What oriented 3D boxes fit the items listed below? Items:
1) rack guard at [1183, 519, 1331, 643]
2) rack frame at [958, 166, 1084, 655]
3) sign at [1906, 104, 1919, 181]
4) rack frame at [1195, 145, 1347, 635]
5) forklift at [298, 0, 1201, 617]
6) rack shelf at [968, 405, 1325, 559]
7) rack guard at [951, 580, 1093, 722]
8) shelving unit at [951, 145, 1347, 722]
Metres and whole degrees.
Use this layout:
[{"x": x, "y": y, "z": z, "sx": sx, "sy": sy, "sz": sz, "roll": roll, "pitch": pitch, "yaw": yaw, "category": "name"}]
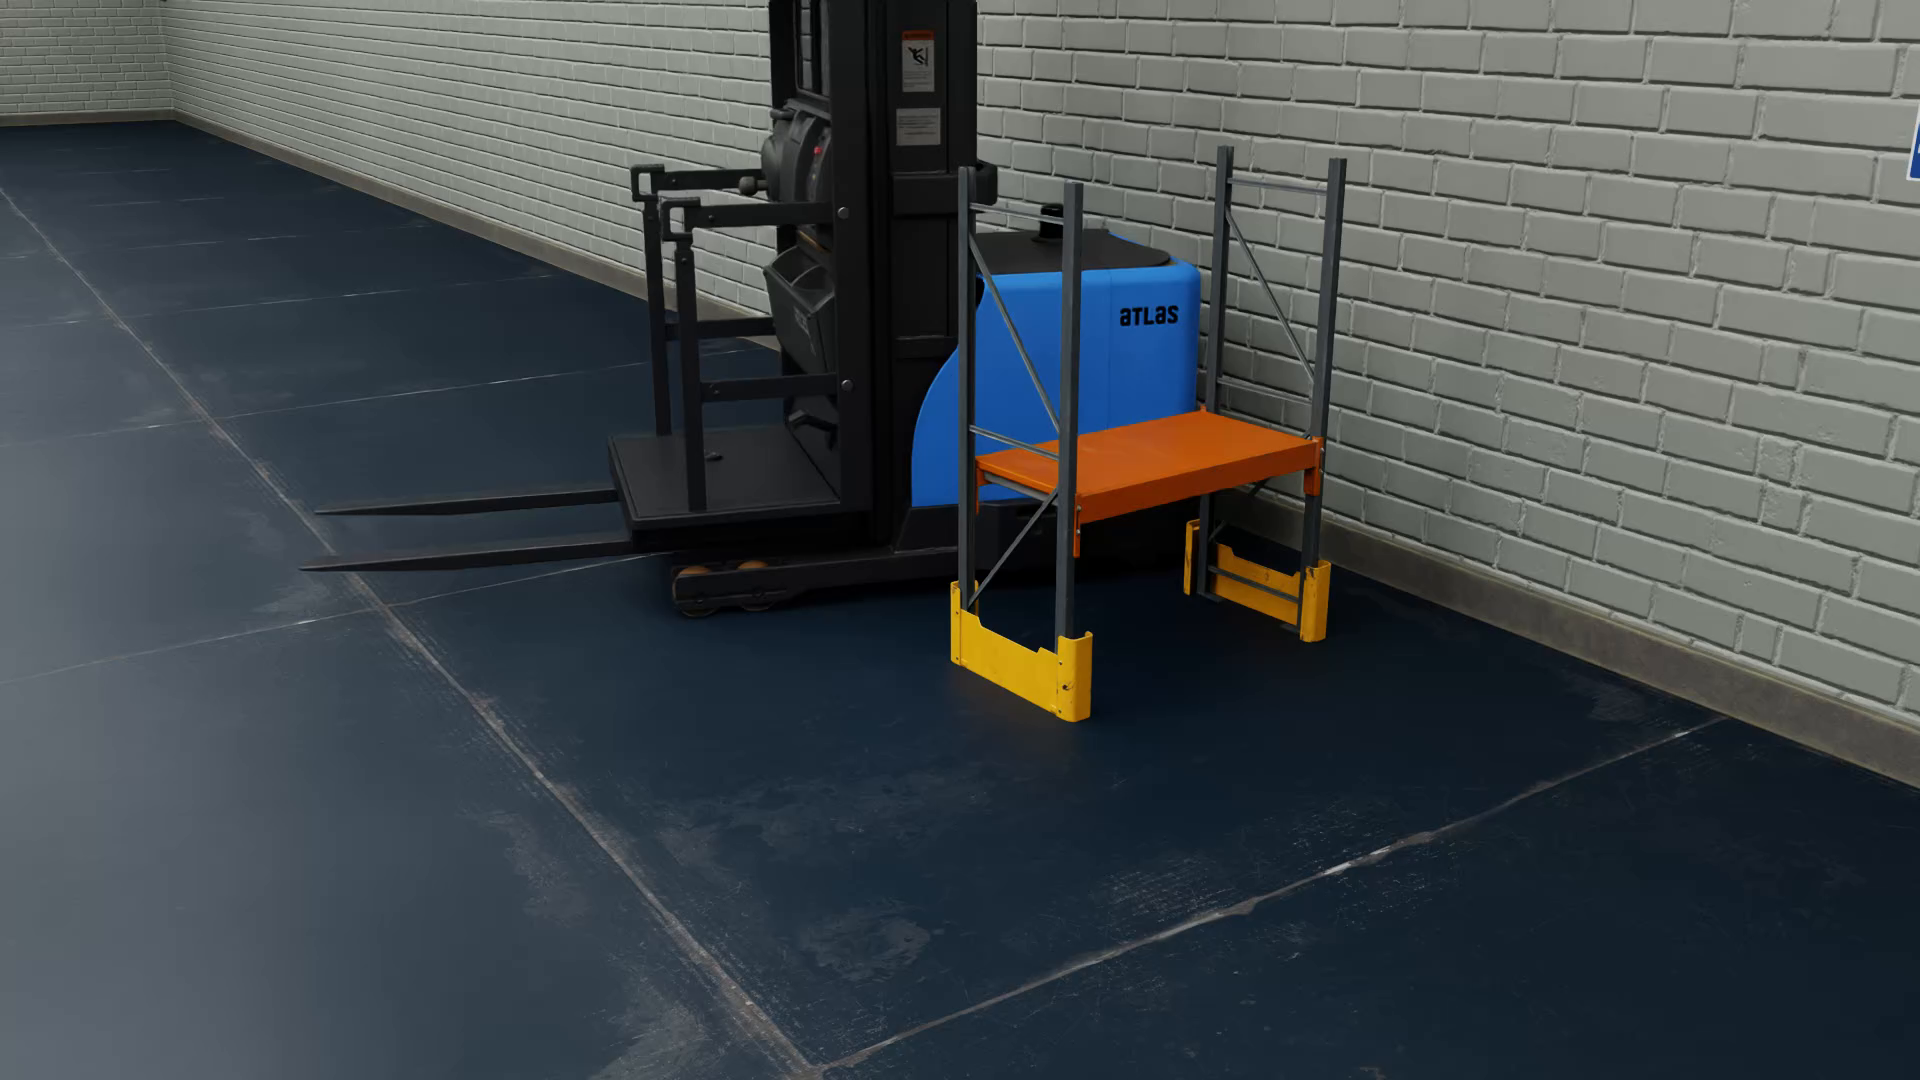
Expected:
[{"x": 0.969, "y": 0.127, "z": 5.480, "sx": 0.087, "sy": 0.250, "sz": 0.587, "roll": -14, "pitch": 23, "yaw": -35, "category": "rack guard"}, {"x": 0.157, "y": -0.270, "z": 4.702, "sx": 0.032, "sy": 1.500, "sz": 0.500, "roll": -14, "pitch": 23, "yaw": -35, "category": "rack frame"}, {"x": 2.429, "y": -0.950, "z": 3.948, "sx": 0.001, "sy": 0.218, "sz": 0.327, "roll": -12, "pitch": 22, "yaw": -31, "category": "sign"}, {"x": 0.970, "y": -0.466, "z": 5.280, "sx": 0.032, "sy": 1.500, "sz": 0.500, "roll": -14, "pitch": 23, "yaw": -35, "category": "rack frame"}, {"x": -0.735, "y": -1.321, "z": 5.575, "sx": 3.031, "sy": 2.935, "sz": 1.130, "roll": -5, "pitch": 19, "yaw": -15, "category": "forklift"}, {"x": 0.563, "y": -0.198, "z": 5.049, "sx": 1.000, "sy": 0.185, "sz": 0.538, "roll": -14, "pitch": 23, "yaw": -35, "category": "rack shelf"}, {"x": 0.172, "y": 0.318, "z": 4.914, "sx": 0.087, "sy": 0.250, "sz": 0.587, "roll": -14, "pitch": 23, "yaw": -35, "category": "rack guard"}, {"x": 0.571, "y": -0.370, "z": 4.997, "sx": 1.083, "sy": 1.500, "sz": 0.587, "roll": -14, "pitch": 23, "yaw": -35, "category": "shelving unit"}]
